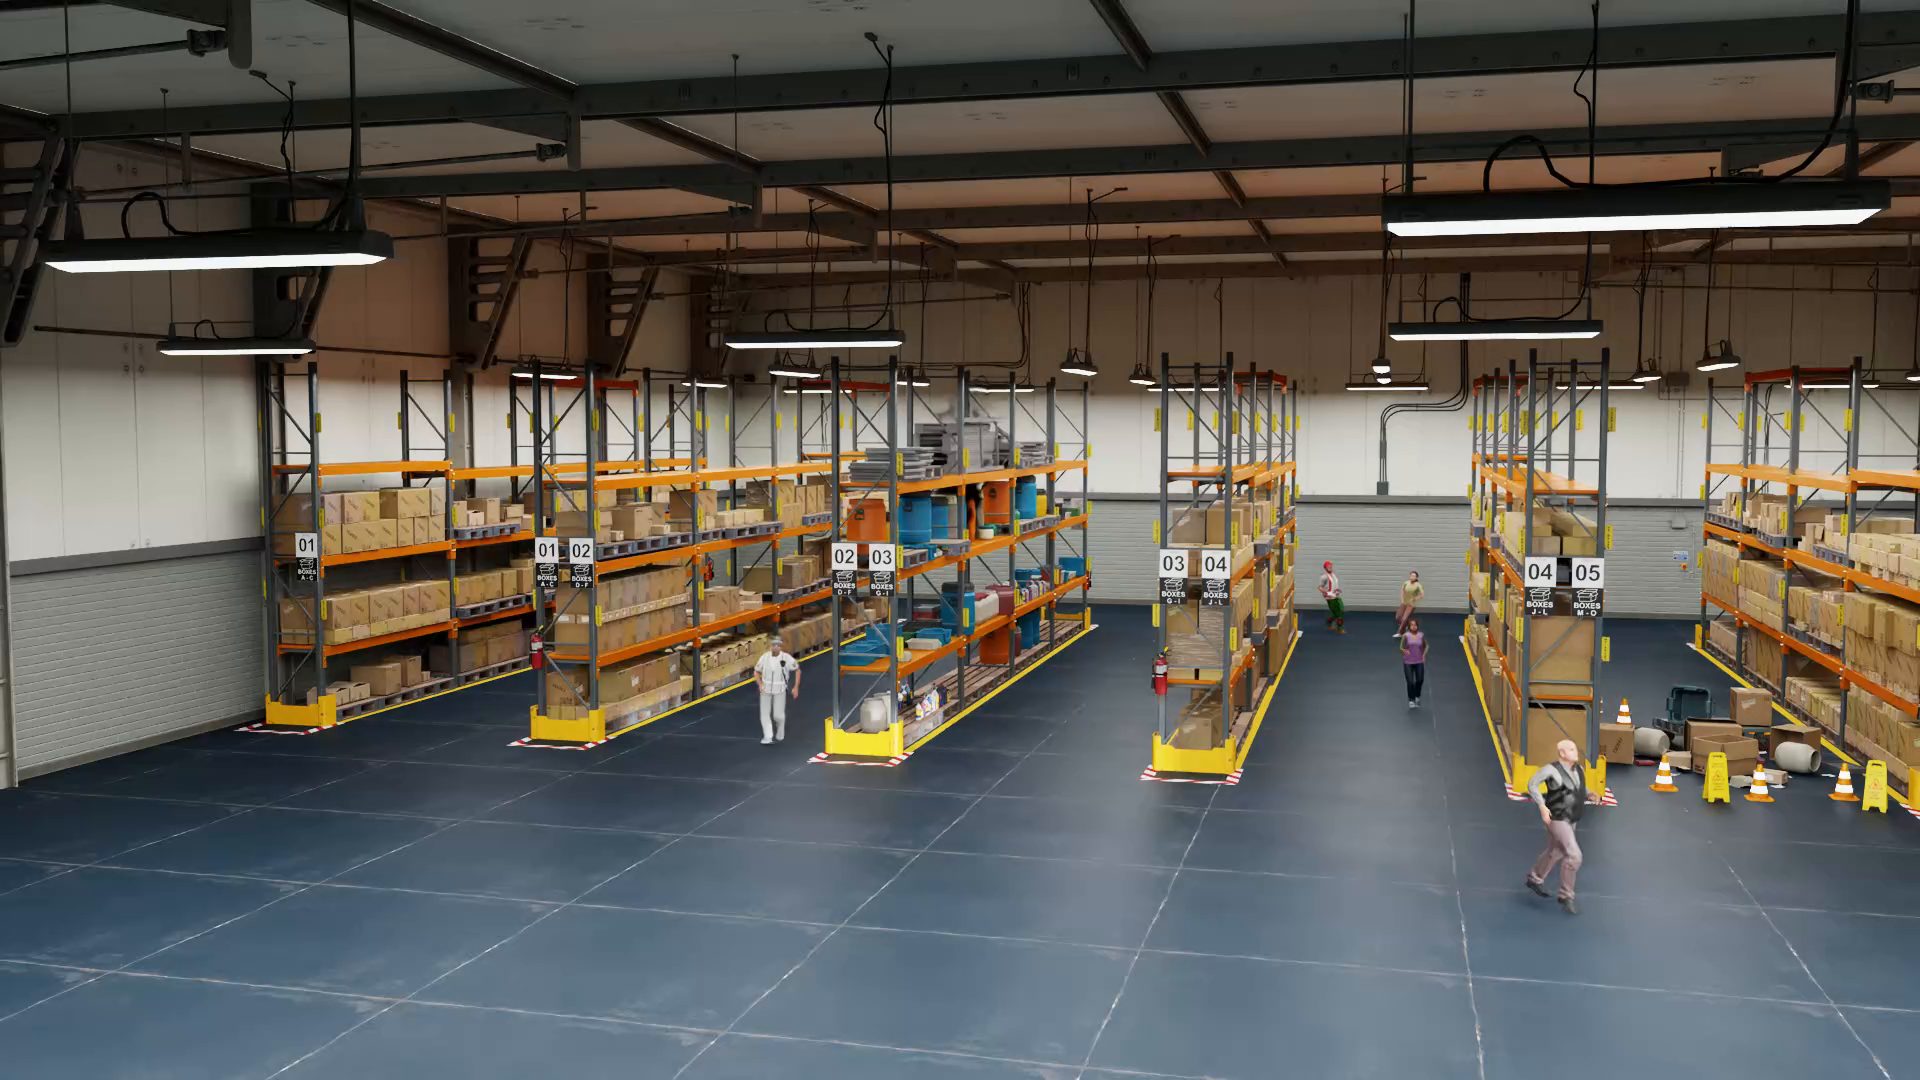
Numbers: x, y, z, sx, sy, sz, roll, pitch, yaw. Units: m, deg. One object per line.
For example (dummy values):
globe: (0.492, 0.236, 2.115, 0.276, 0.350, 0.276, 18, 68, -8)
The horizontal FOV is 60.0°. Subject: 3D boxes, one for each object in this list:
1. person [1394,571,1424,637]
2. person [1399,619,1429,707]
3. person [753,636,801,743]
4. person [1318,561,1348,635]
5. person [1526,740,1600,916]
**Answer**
person: (10.461, 1.494, 38.657, 0.666, 1.573, 0.551, 3, 5, 41)
person: (7.936, 2.166, 29.047, 0.522, 1.559, 0.555, 1, 4, 11)
person: (-2.856, 2.322, 25.756, 0.720, 1.702, 0.539, 0, 4, 5)
person: (8.785, 1.370, 39.369, 0.678, 1.735, 0.689, -3, 5, -33)
person: (6.220, 2.933, 17.211, 0.651, 1.777, 0.788, -3, 5, -39)
